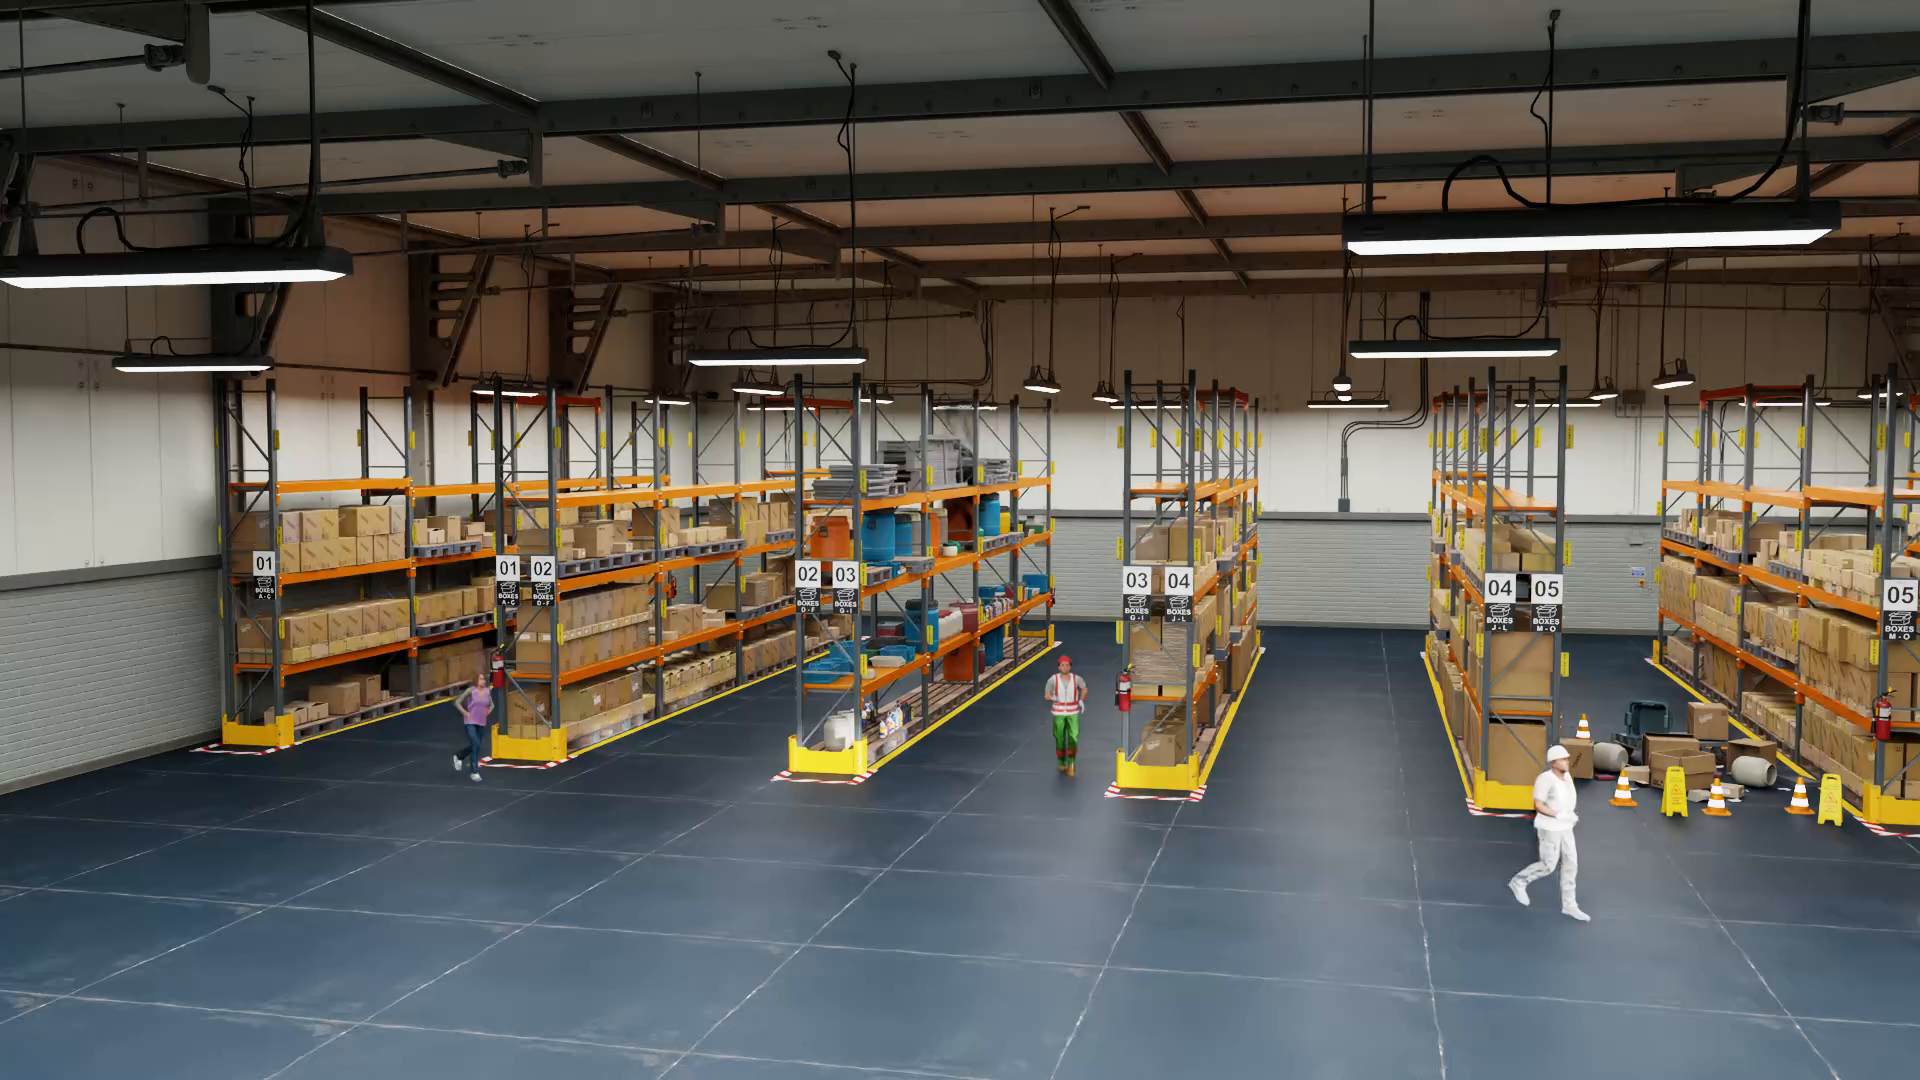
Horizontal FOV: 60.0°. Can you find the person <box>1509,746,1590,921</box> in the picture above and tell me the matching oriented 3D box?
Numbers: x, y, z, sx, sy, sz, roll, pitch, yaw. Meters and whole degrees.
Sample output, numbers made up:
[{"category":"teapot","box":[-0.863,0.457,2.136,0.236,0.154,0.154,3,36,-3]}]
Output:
[{"category":"person","box":[6.256,3.056,17.563,0.707,1.794,0.863,-3,5,-41]}]

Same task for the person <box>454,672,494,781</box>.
[{"category":"person","box":[-7.223,2.760,24.761,0.760,1.579,0.580,3,5,43]}]

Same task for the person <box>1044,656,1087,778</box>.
[{"category":"person","box":[1.577,2.627,24.745,0.642,1.807,0.677,0,3,2]}]
